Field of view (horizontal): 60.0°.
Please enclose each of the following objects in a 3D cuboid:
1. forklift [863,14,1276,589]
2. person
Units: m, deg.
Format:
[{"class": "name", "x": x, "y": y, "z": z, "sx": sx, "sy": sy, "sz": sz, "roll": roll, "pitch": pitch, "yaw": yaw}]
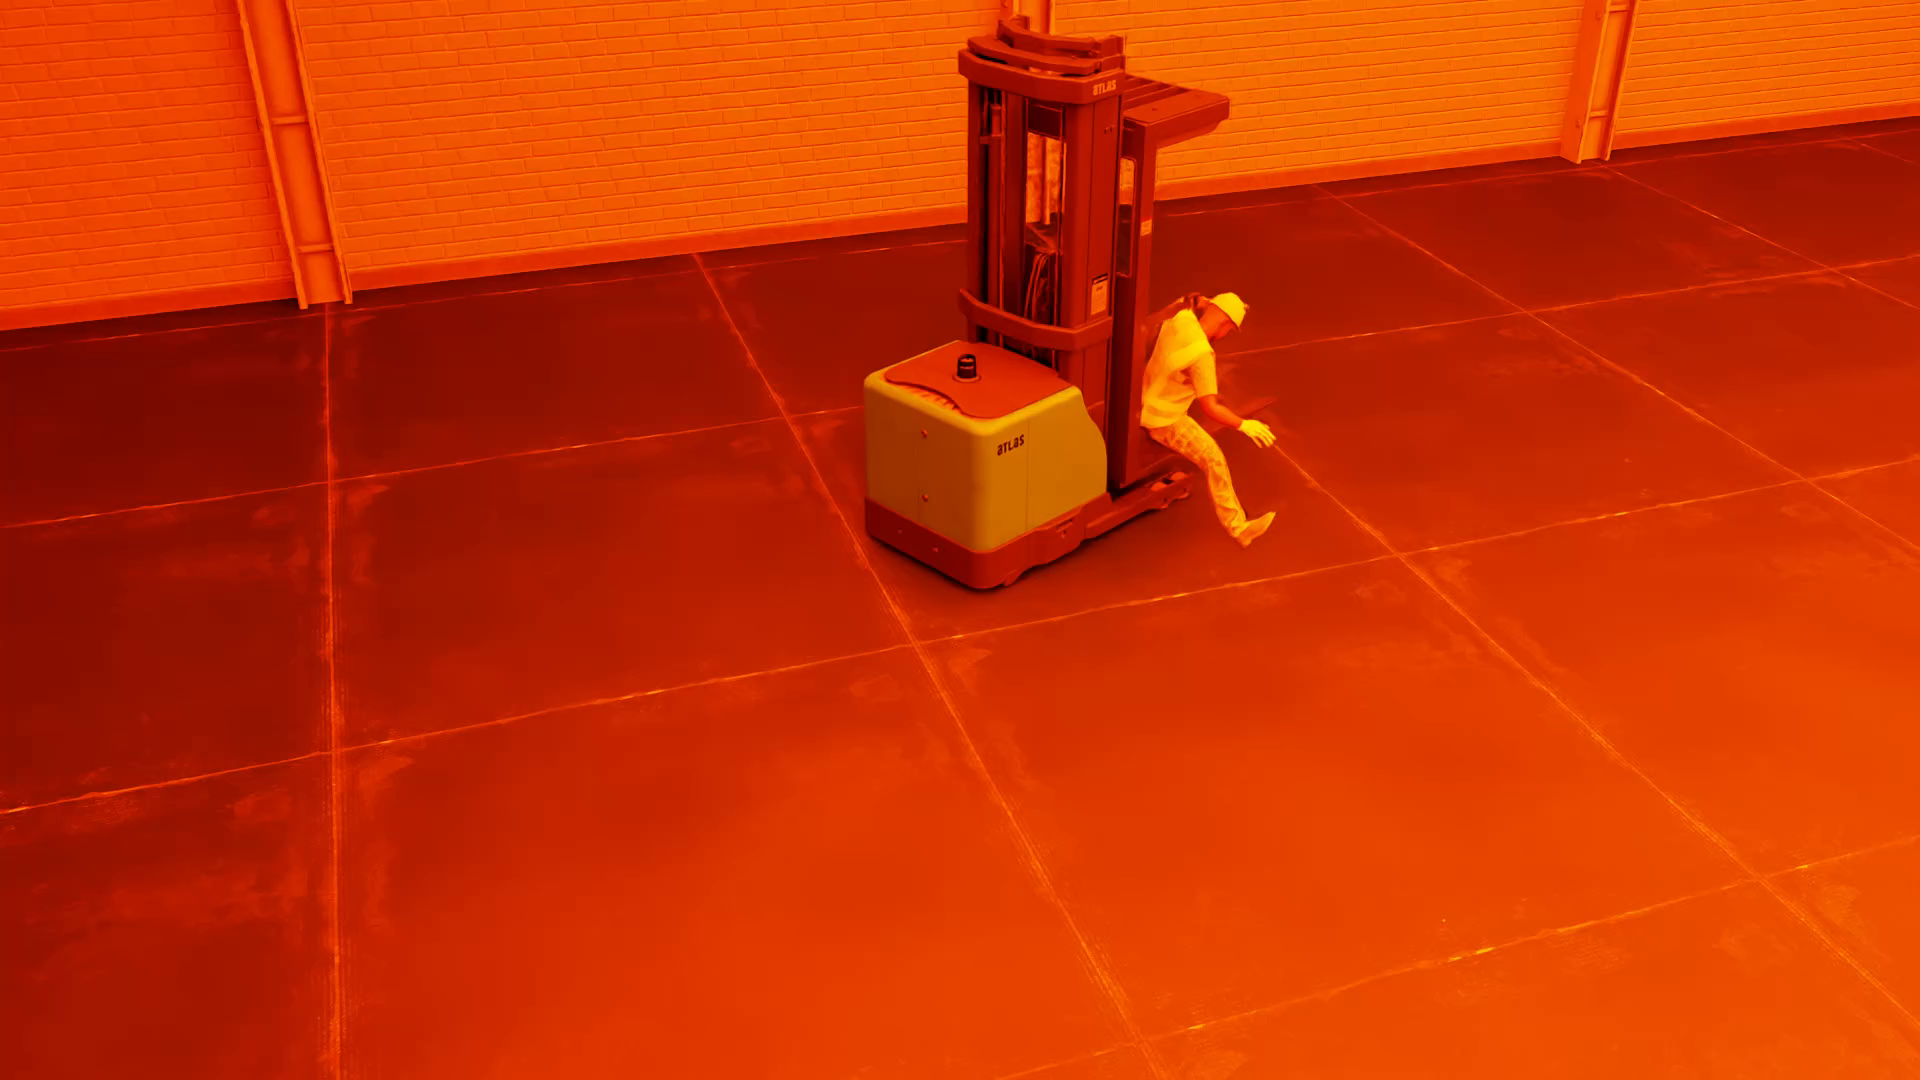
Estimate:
[{"class": "forklift", "x": 0.832, "y": -1.625, "z": 9.911, "sx": 3.031, "sy": 2.935, "sz": 1.130, "roll": -26, "pitch": 39, "yaw": -38}, {"class": "person", "x": 1.437, "y": -0.841, "z": 10.035, "sx": 0.886, "sy": 1.412, "sz": 1.276, "roll": 1, "pitch": 30, "yaw": 2}]
